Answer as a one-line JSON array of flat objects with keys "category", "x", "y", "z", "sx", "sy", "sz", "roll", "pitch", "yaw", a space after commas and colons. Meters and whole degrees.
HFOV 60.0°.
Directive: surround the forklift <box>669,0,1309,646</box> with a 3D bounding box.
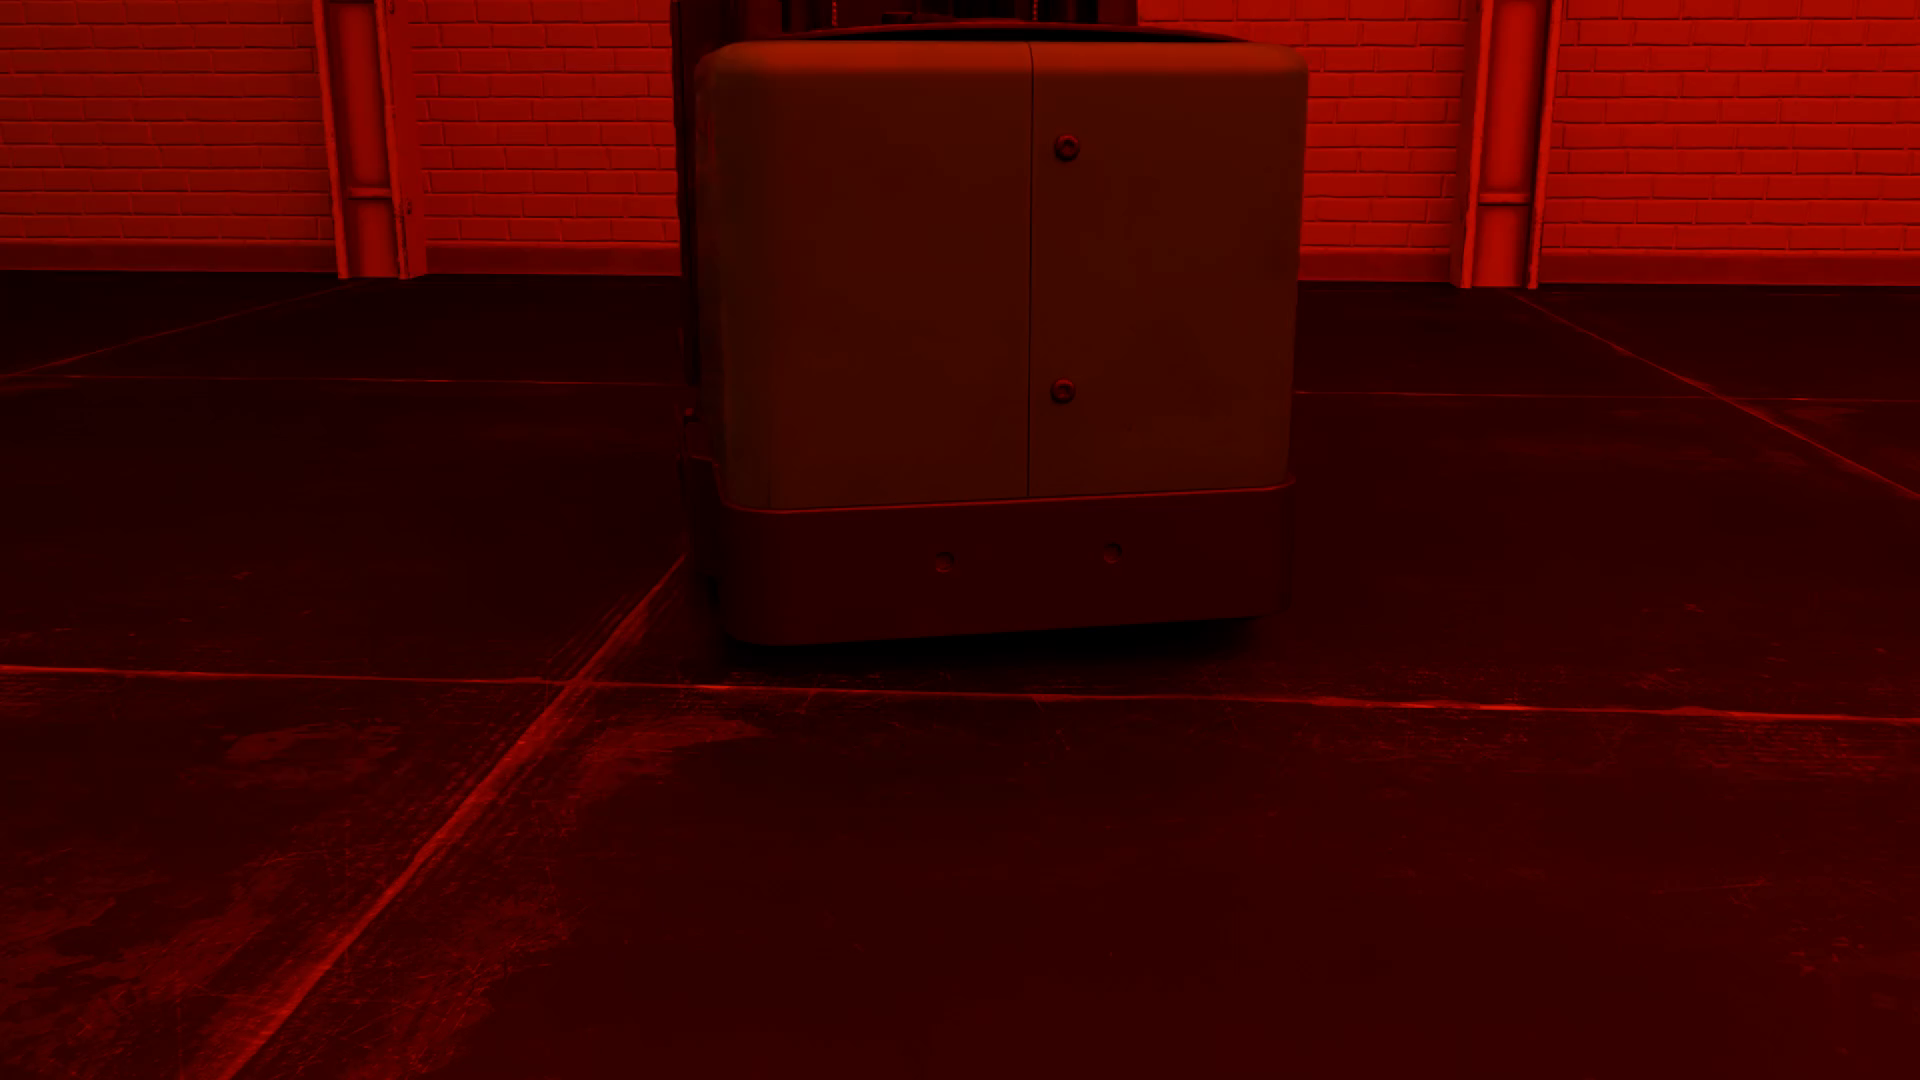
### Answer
[{"category": "forklift", "x": -0.173, "y": -1.572, "z": 4.011, "sx": 1.130, "sy": 2.935, "sz": 3.031, "roll": -3, "pitch": 15, "yaw": -11}]
